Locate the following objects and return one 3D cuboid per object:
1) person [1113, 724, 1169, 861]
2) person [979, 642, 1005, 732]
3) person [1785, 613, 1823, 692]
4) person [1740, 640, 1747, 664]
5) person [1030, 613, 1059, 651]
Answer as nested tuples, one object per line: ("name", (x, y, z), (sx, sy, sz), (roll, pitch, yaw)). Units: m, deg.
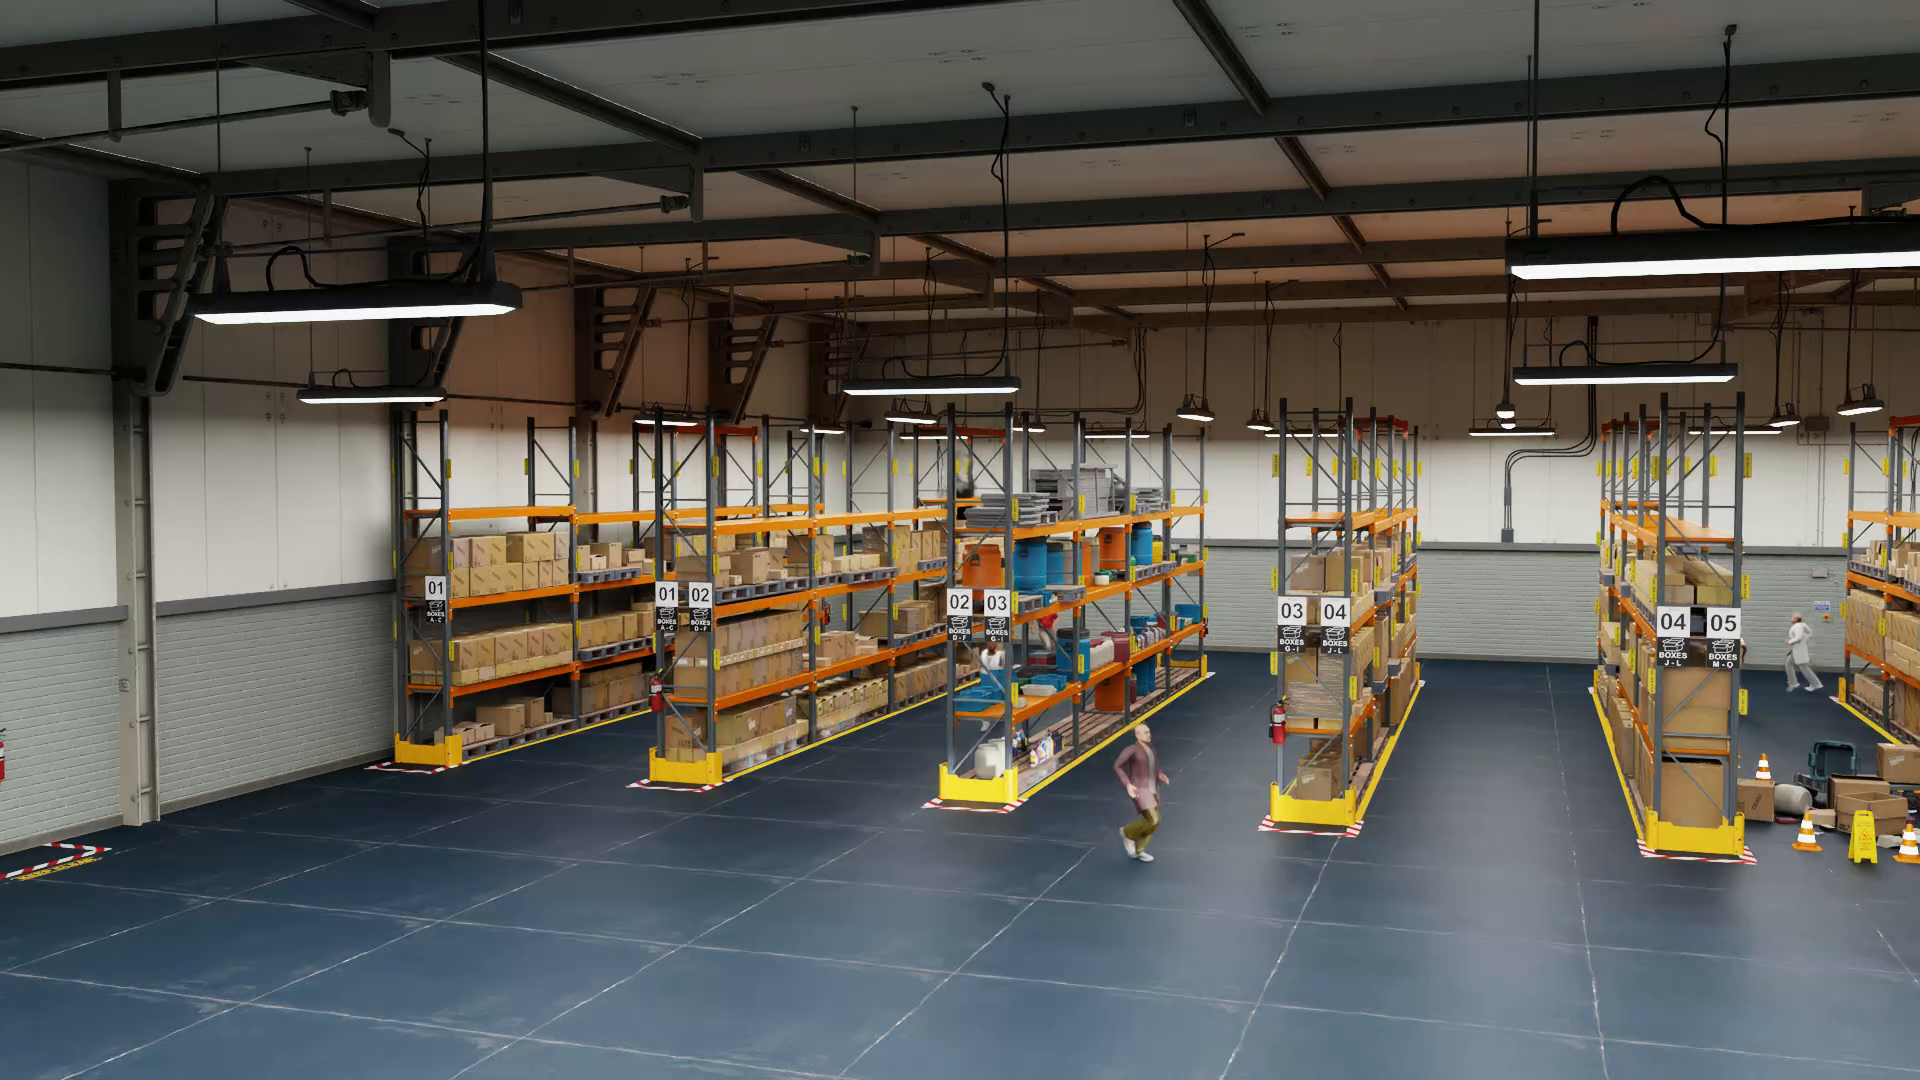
("person", (2.369, 3.267, 21.201), (0.625, 1.651, 0.701), (2, 3, 43))
("person", (0.654, 2.757, 32.110), (0.650, 1.775, 1.139), (1, 3, 14))
("person", (18.823, 2.549, 37.102), (0.783, 1.841, 0.730), (2, 3, 32))
("person", (16.109, 2.590, 34.979), (0.705, 1.765, 0.961), (1, 3, 12))
("person", (2.157, 2.350, 41.634), (0.721, 1.737, 0.868), (-1, 3, -15))
